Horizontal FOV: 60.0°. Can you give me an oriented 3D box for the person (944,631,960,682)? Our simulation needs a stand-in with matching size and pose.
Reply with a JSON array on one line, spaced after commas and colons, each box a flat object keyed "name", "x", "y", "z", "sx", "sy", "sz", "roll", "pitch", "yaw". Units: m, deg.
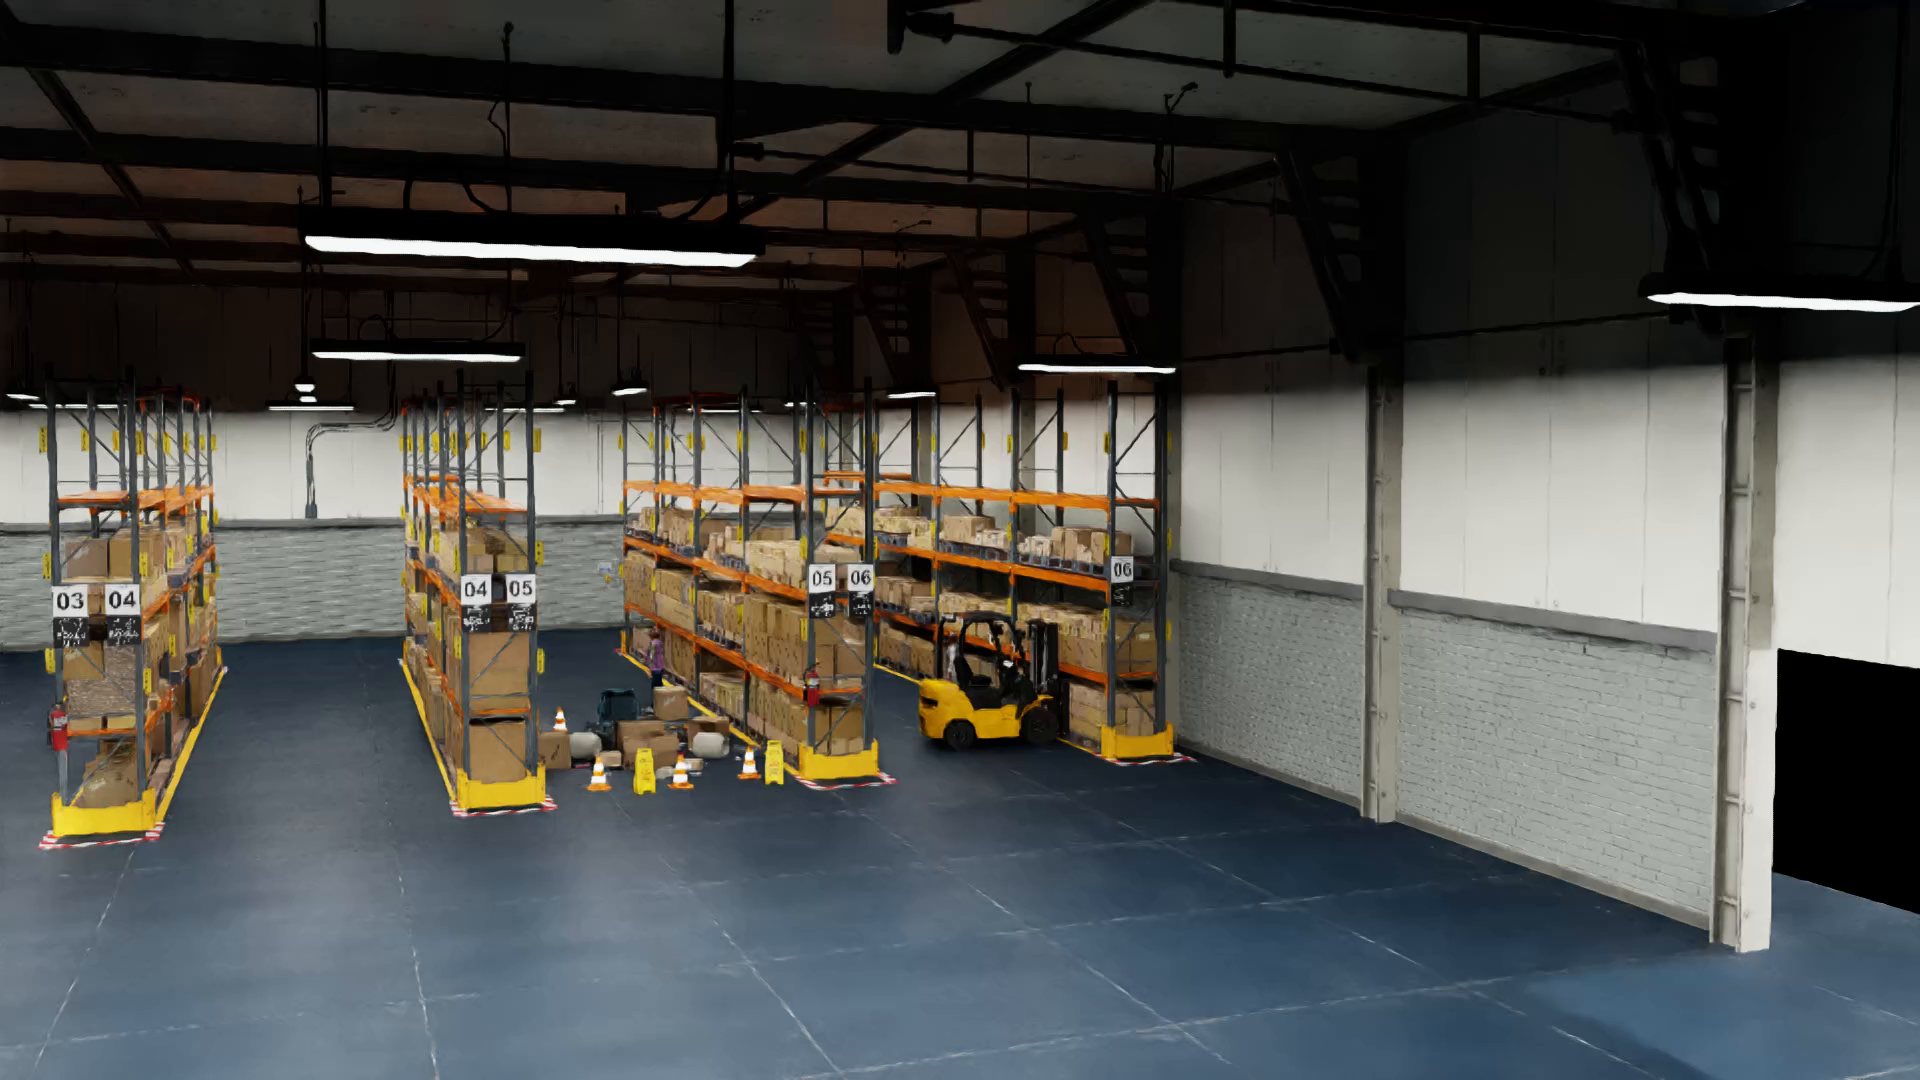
[{"name": "person", "x": -0.139, "y": 2.440, "z": 30.065, "sx": 0.532, "sy": 1.580, "sz": 0.528, "roll": 0, "pitch": 3, "yaw": 5}]

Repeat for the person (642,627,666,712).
[{"name": "person", "x": -5.627, "y": 2.422, "z": 30.656, "sx": 0.532, "sy": 1.546, "sz": 0.535, "roll": 0, "pitch": 3, "yaw": 4}]
